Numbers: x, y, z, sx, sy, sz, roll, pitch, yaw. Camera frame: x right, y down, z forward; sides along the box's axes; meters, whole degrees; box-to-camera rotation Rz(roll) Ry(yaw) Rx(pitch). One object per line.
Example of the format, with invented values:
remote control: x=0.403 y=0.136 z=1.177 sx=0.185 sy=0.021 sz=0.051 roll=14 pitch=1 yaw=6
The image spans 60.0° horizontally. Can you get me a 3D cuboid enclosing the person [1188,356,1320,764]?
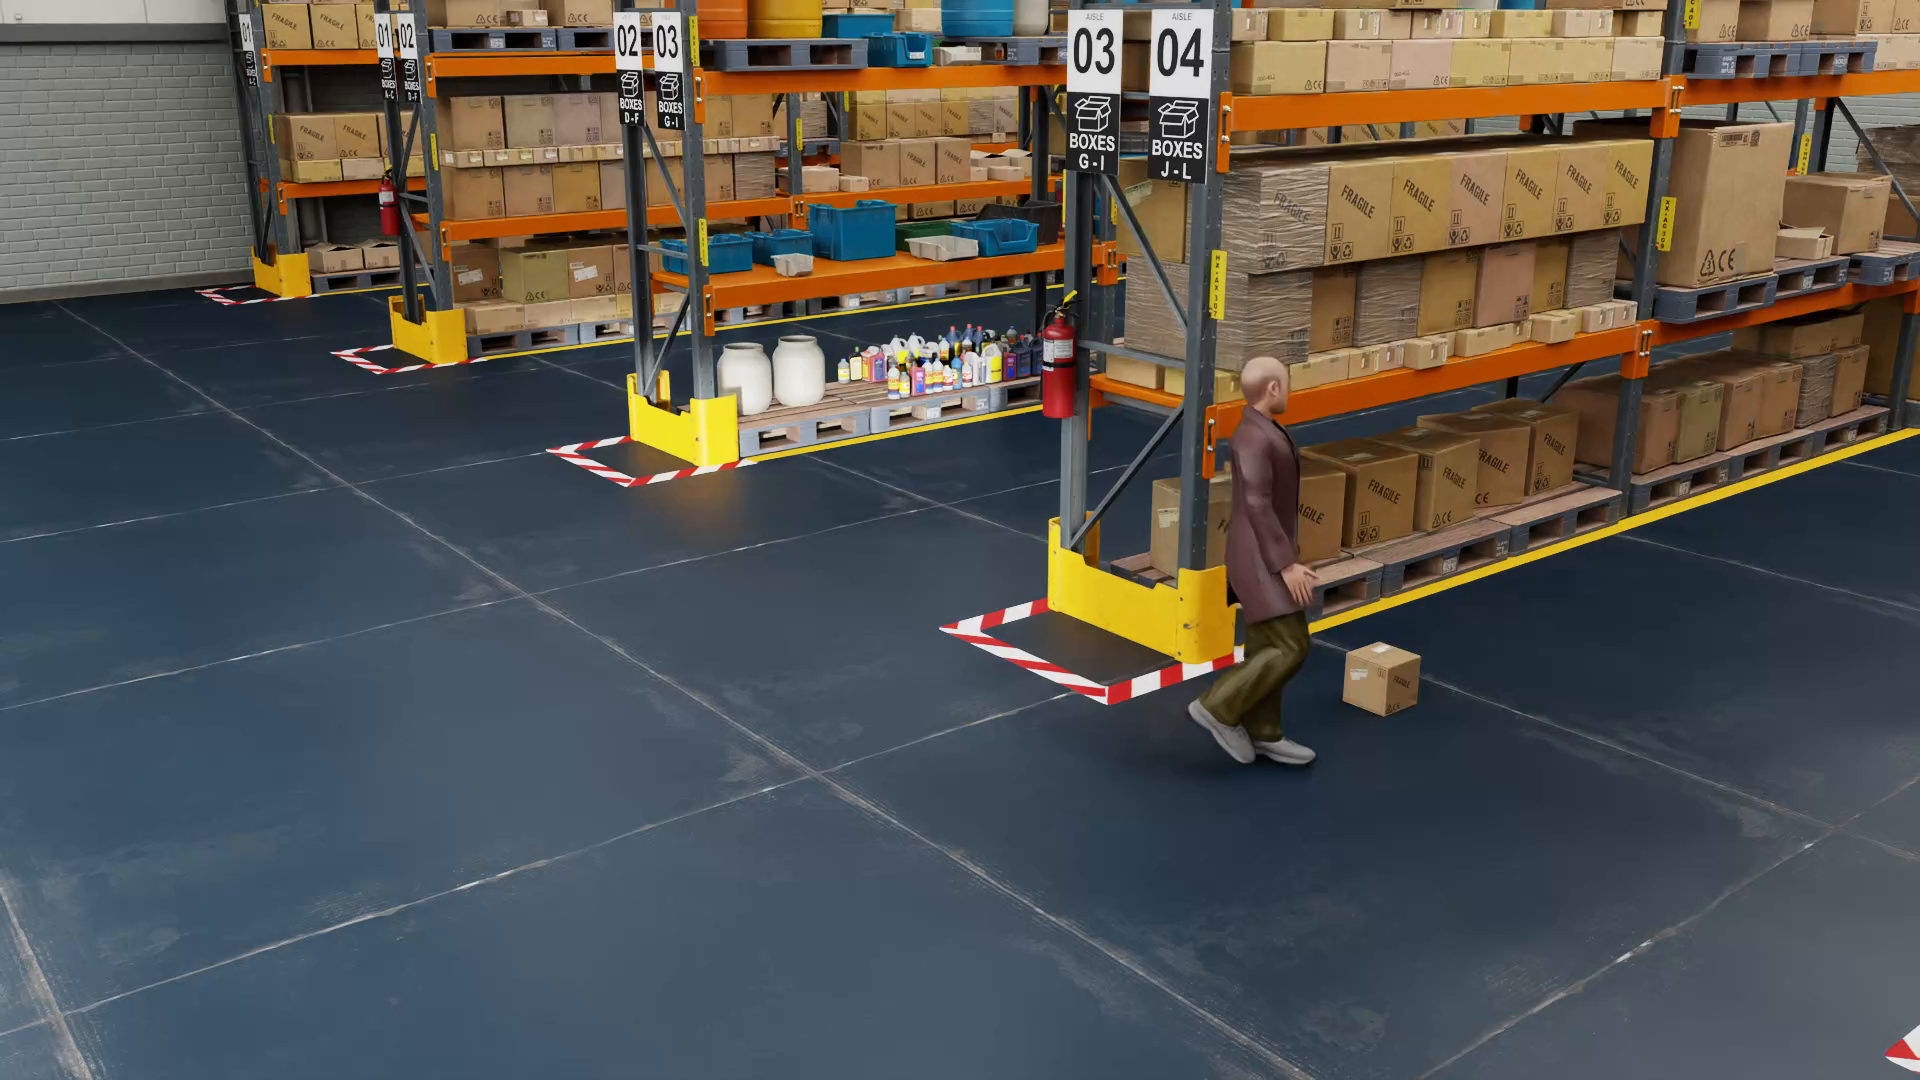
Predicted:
person: x=1.324 y=0.097 z=7.232 sx=0.558 sy=1.778 sz=0.619 roll=5 pitch=18 yaw=15
